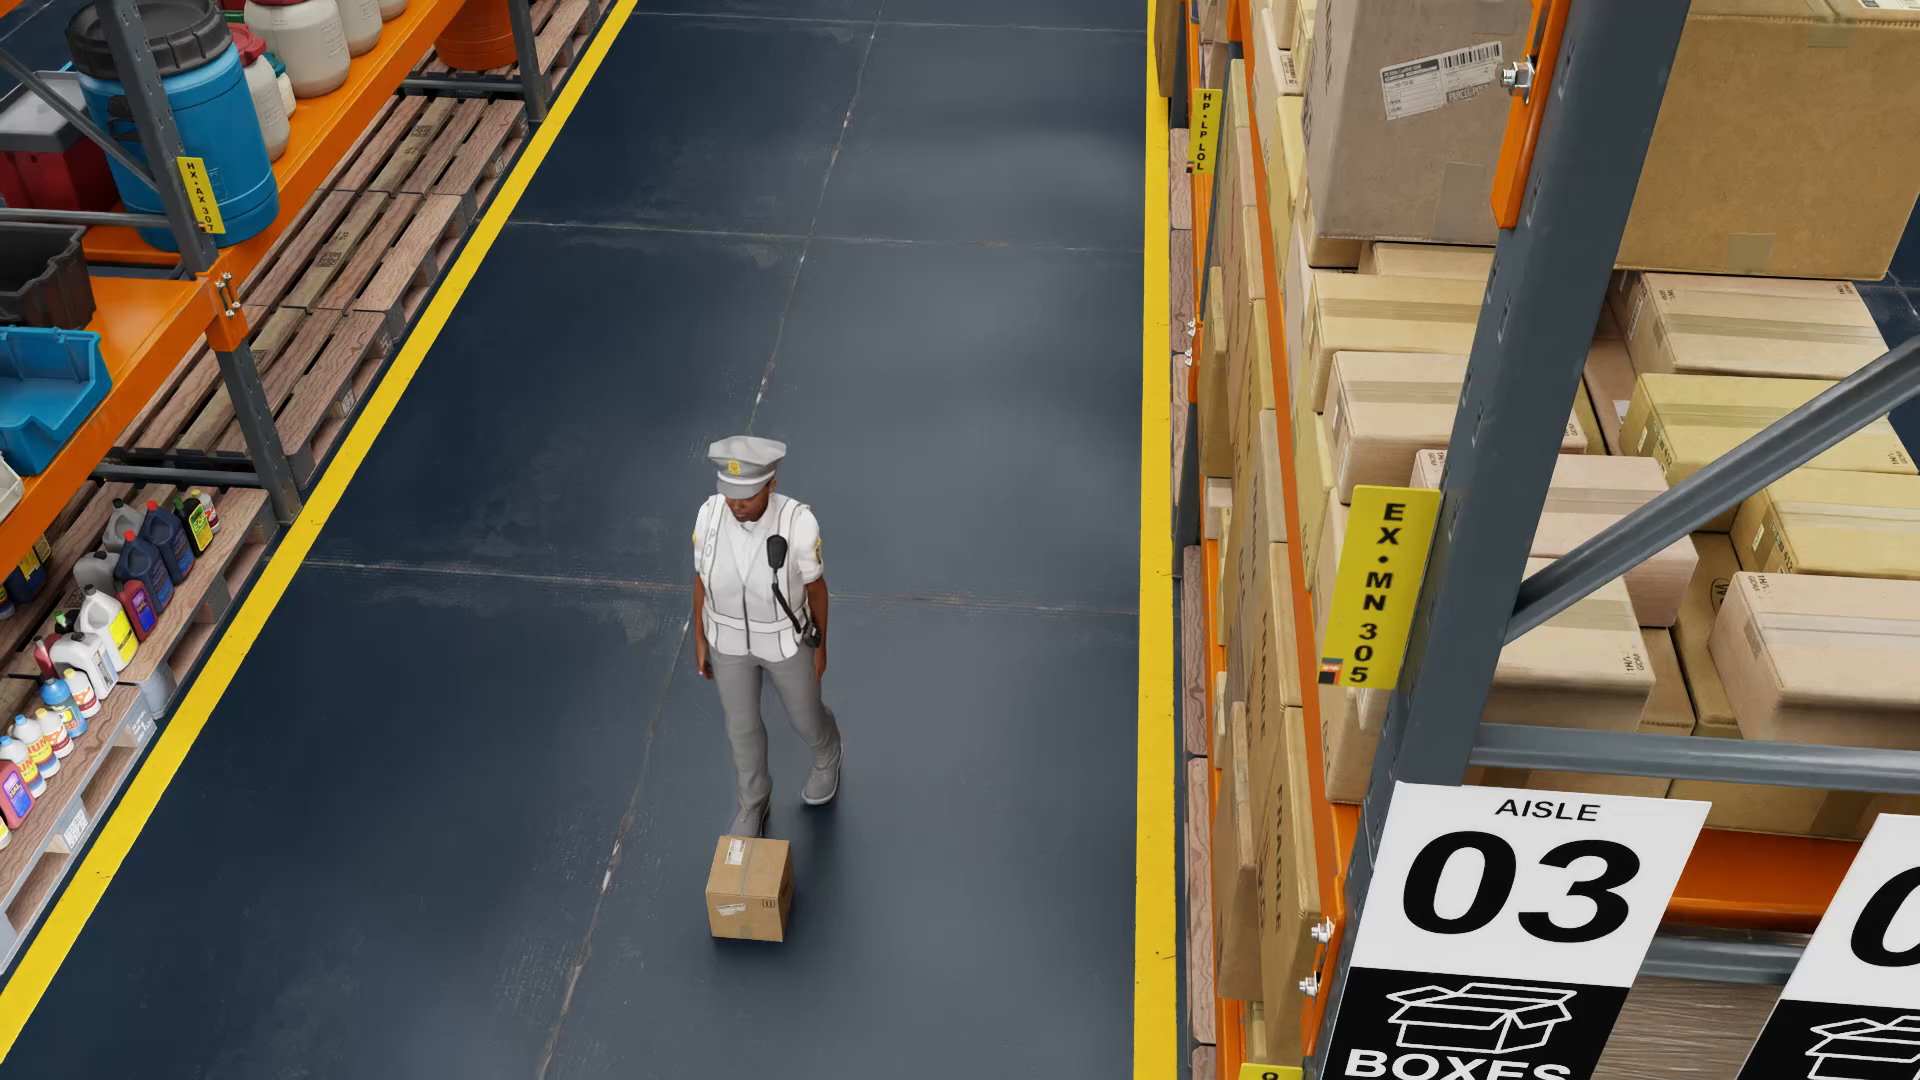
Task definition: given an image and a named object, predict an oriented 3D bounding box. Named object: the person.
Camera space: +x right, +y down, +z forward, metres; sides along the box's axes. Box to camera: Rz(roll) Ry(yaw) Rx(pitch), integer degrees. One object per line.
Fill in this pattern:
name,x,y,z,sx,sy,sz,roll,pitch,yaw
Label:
person,-0.686,0.359,5.719,0.462,1.698,0.553,7,41,8
